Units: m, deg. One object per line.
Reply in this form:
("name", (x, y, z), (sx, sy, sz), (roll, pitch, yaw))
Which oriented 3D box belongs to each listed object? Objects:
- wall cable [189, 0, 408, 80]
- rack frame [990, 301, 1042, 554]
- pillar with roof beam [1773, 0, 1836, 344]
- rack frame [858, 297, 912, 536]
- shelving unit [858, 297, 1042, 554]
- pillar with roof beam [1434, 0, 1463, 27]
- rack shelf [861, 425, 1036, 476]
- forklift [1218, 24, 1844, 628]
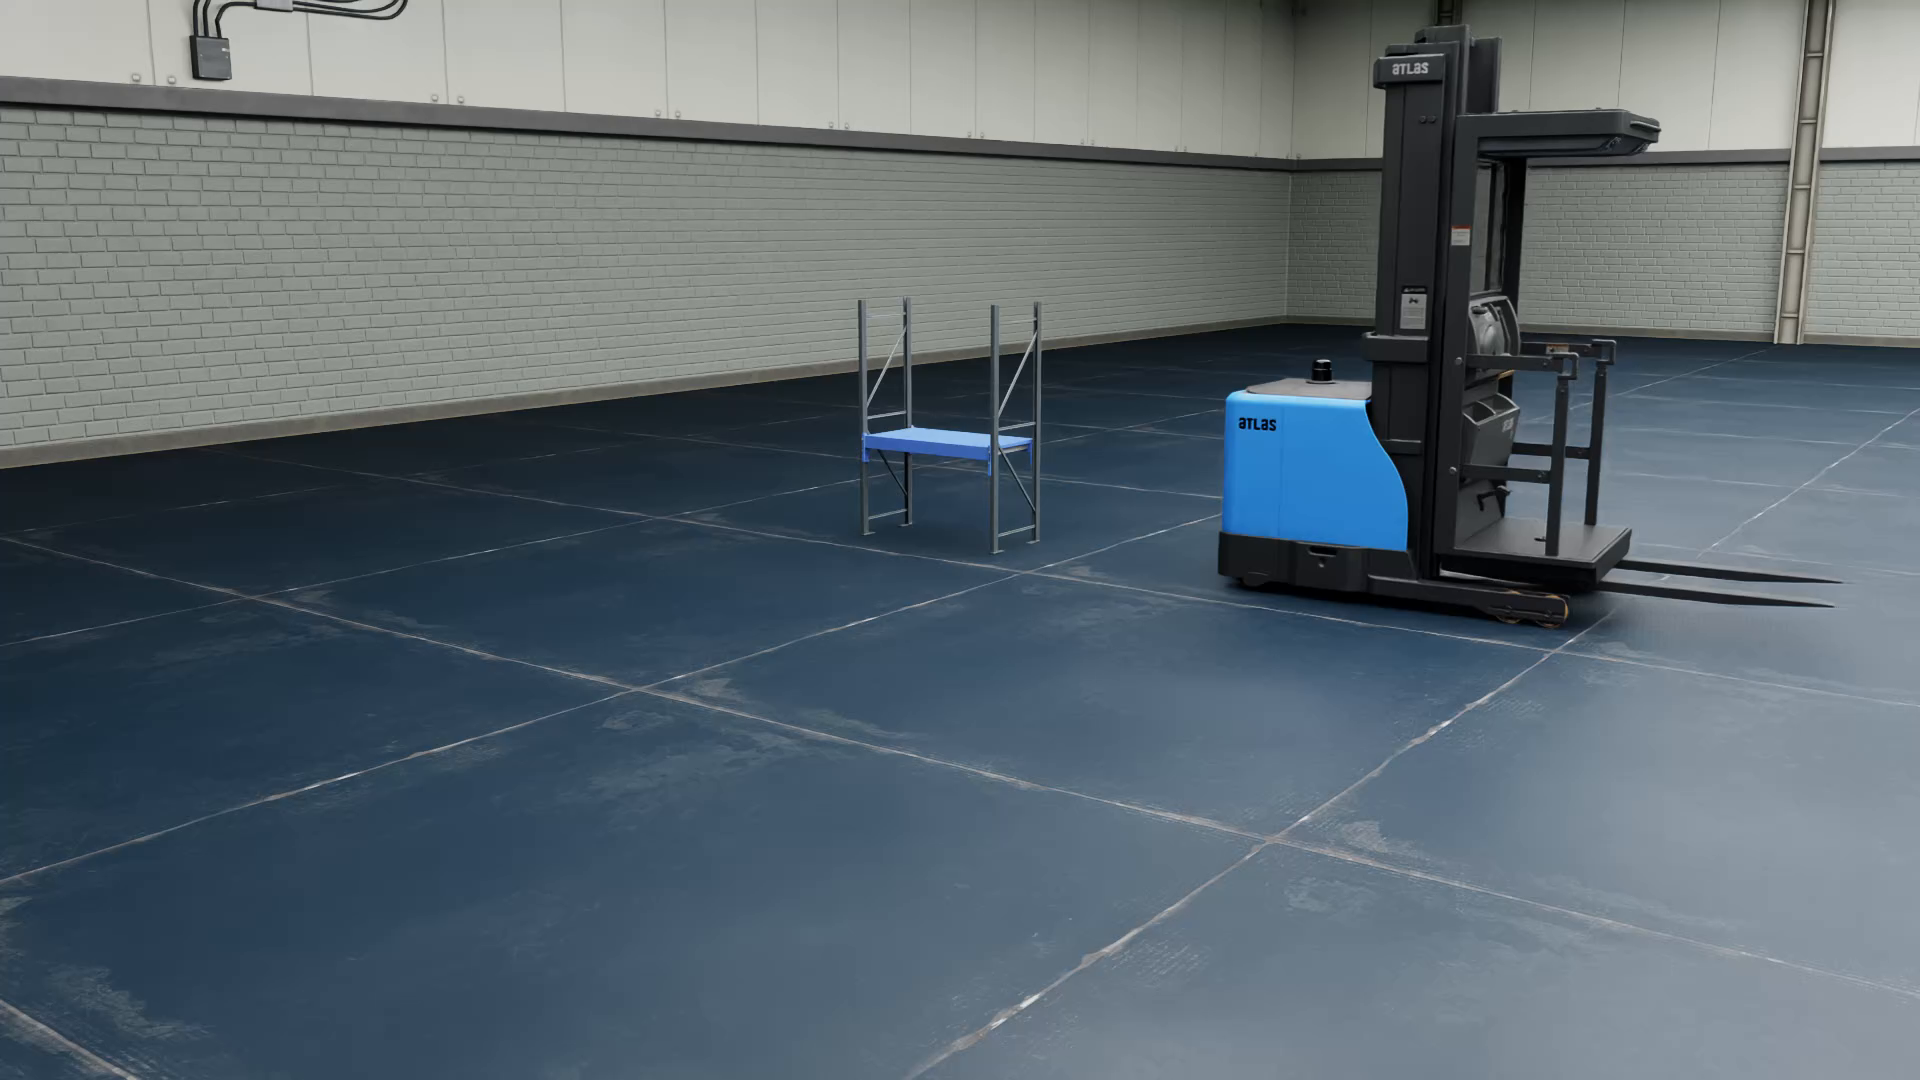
("wall cable", (-5.933, -7.134, 14.759), (0.169, 6.003, 2.305), (8, 13, 36))
("rack frame", (0.341, -0.689, 10.141), (0.032, 1.500, 0.500), (8, 13, 36))
("pillar with roof beam", (10.960, -6.968, 22.854), (0.400, 9.000, 9.100), (8, 13, 36))
("rack frame", (-0.478, -0.803, 10.732), (0.032, 1.500, 0.500), (8, 13, 36))
("shelving unit", (-0.069, -0.746, 10.437), (1.048, 1.500, 0.538), (8, 13, 36))
("pillar with roof beam", (6.124, -7.642, 26.341), (0.400, 9.000, 9.100), (8, 13, 36))
("rack shelf", (-0.069, -0.569, 10.471), (1.000, 0.185, 0.538), (8, 13, 36))
("forklift", (2.956, -1.115, 8.575), (3.031, 2.935, 1.130), (6, 13, 30))
